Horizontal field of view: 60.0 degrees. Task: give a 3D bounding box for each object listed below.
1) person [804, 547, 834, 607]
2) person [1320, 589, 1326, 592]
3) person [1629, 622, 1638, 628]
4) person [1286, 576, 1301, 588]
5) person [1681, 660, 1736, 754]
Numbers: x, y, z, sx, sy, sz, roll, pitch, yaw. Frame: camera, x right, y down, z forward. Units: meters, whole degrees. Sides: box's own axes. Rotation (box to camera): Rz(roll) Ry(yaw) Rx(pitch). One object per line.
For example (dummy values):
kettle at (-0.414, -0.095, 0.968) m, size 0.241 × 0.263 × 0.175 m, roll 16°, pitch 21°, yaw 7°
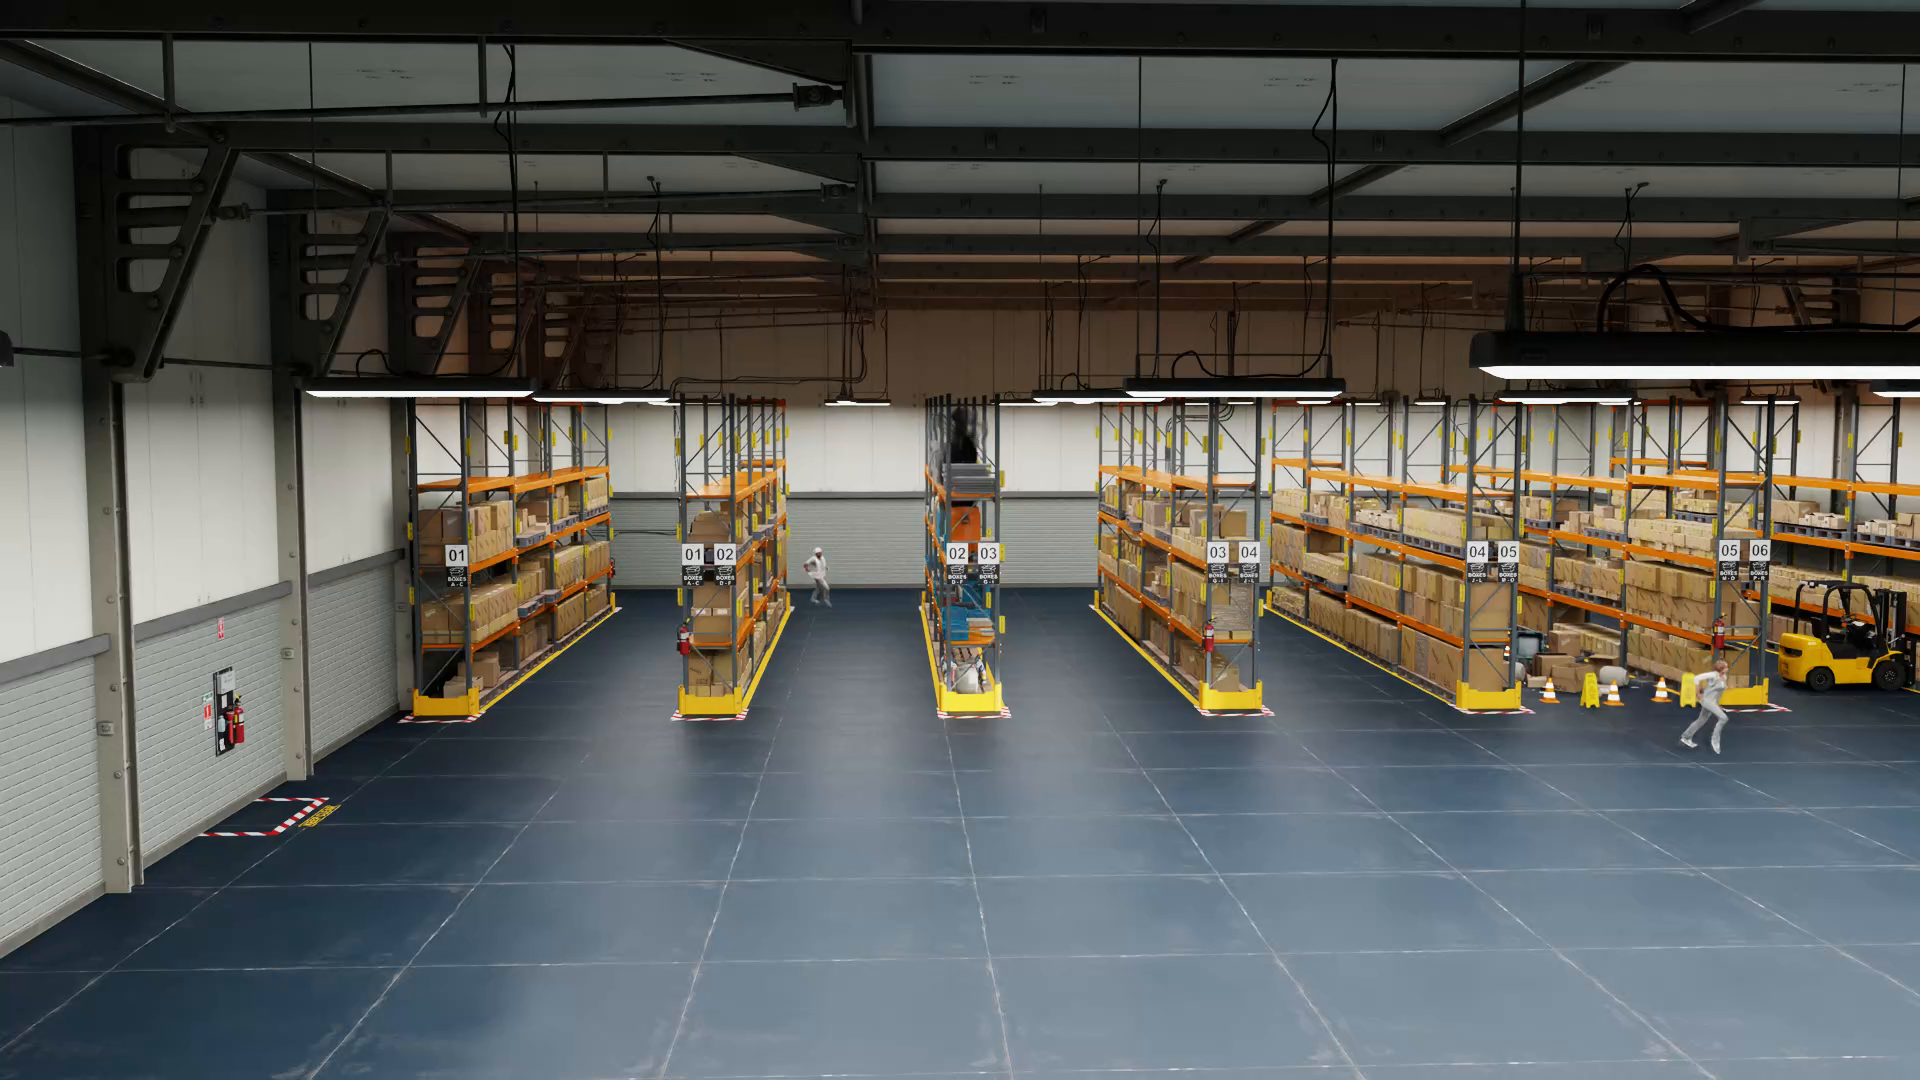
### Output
person at (-4.098, 1.083, 48.033) m, size 0.806 × 1.770 × 0.790 m, roll 2°, pitch 5°, yaw 26°
person at (10.699, 1.144, 48.208) m, size 0.604 × 1.518 × 0.899 m, roll -4°, pitch 6°, yaw -41°
person at (16.723, 1.676, 40.991) m, size 0.551 × 1.610 × 0.664 m, roll -1°, pitch 5°, yaw -9°
person at (9.988, 0.978, 49.309) m, size 0.755 × 1.645 × 0.642 m, roll -1°, pitch 5°, yaw -16°
person at (12.460, 2.751, 27.692) m, size 0.859 × 1.564 × 0.530 m, roll 4°, pitch 6°, yaw 44°
